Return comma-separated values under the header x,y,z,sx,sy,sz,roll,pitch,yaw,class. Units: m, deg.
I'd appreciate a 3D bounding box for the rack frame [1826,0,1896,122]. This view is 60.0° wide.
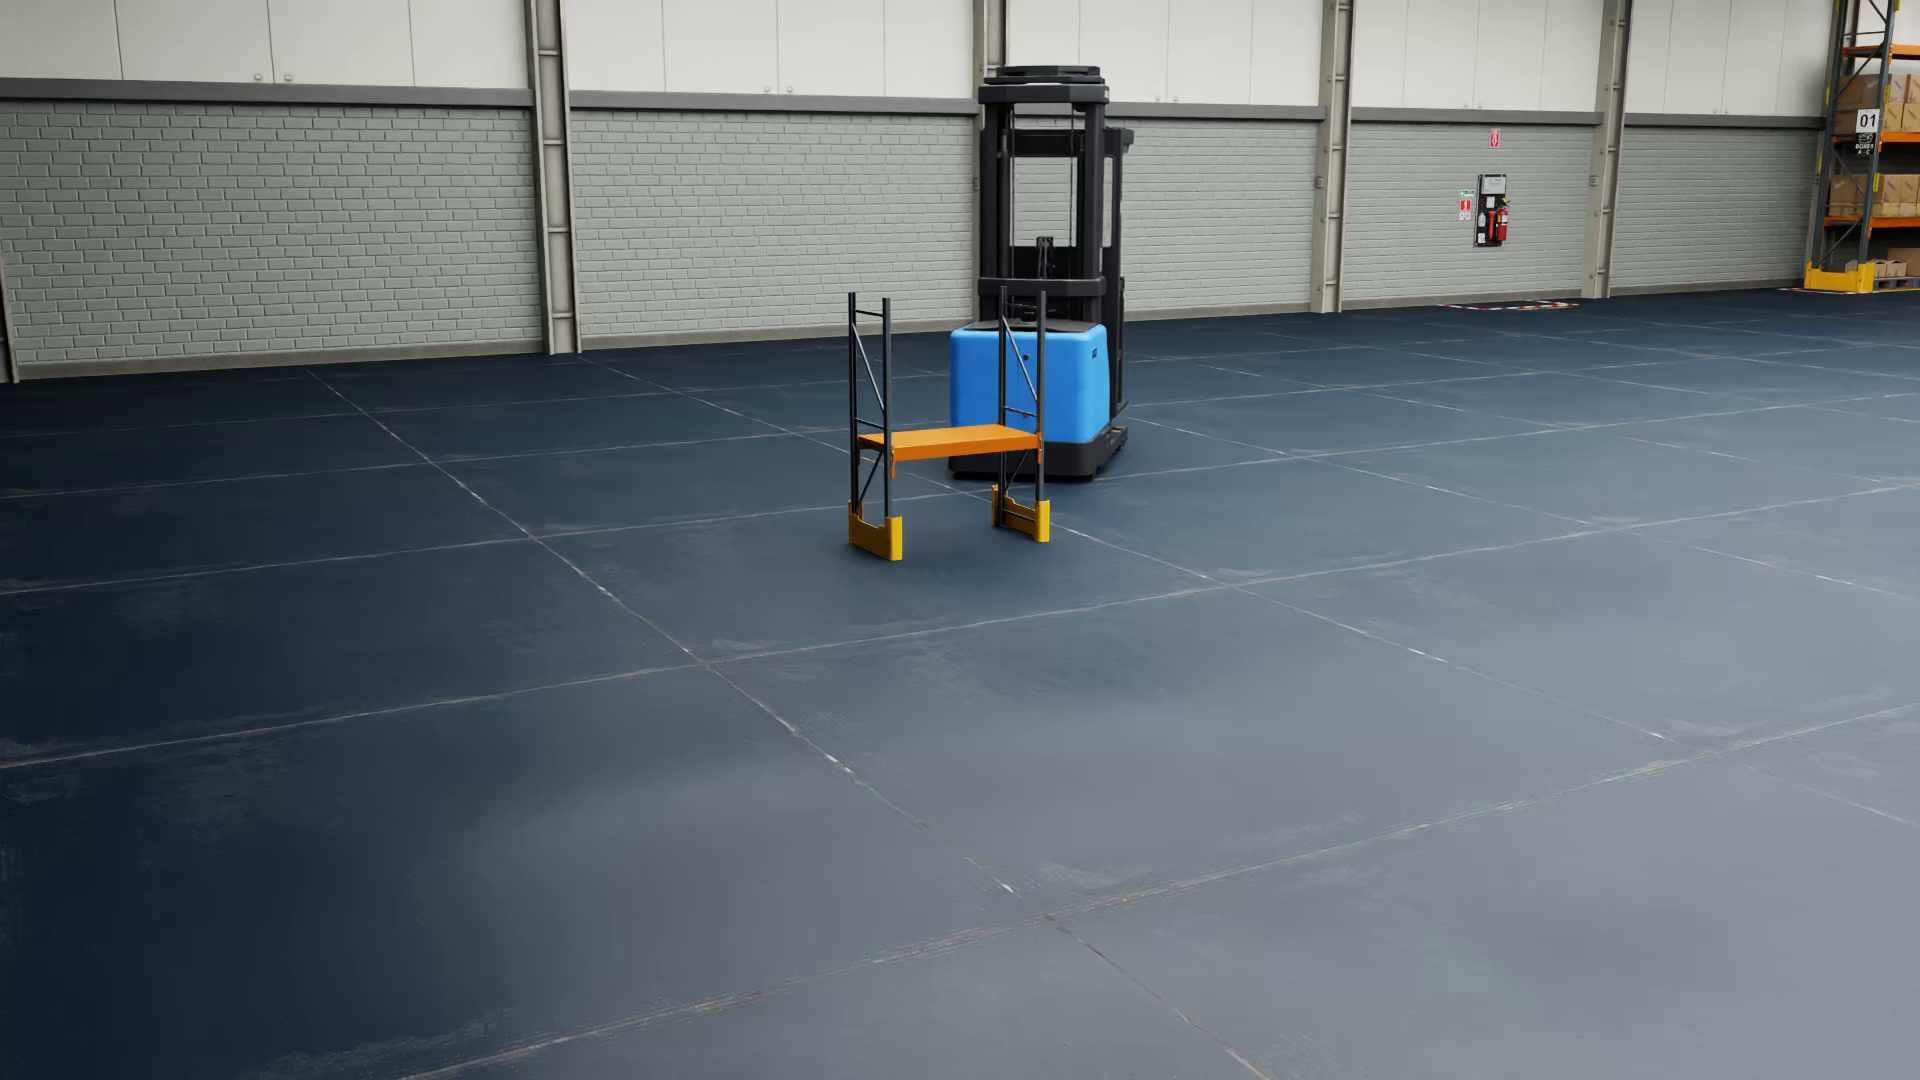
x,y,z,sx,sy,sz,roll,pitch,yaw,class
16.016,-8.965,29.449,0.127,3.000,1.000,-7,14,-28,rack frame

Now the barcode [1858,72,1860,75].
x,y,z,sx,sy,sz,roll,pitch,yaw,class
16.400,-8.502,30.352,0.075,0.075,0.001,-7,14,-28,barcode

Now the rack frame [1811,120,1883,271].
x,y,z,sx,sy,sz,roll,pitch,yaw,class
16.016,-6.038,30.108,0.127,3.000,1.000,-7,14,-28,rack frame

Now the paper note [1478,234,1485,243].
x,y,z,sx,sy,sz,roll,pitch,yaw,class
8.574,-4.960,27.321,0.142,0.148,0.016,-7,14,-28,paper note

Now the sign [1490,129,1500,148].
x,y,z,sx,sy,sz,roll,pitch,yaw,class
8.707,-6.544,27.075,0.199,0.298,0.001,-7,14,-28,sign

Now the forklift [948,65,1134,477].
x,y,z,sx,sy,sz,roll,pitch,yaw,class
0.745,-2.158,13.021,1.130,2.935,3.031,3,13,13,forklift

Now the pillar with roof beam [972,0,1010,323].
x,y,z,sx,sy,sz,roll,pitch,yaw,class
2.479,-6.482,18.416,0.400,9.000,9.100,-7,14,-28,pillar with roof beam

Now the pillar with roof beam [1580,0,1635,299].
x,y,z,sx,sy,sz,roll,pitch,yaw,class
13.012,-7.744,24.026,0.400,9.000,9.100,-7,14,-28,pillar with roof beam

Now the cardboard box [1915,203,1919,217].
x,y,z,sx,sy,sz,roll,pitch,yaw,class
17.495,-6.075,30.566,0.500,0.250,0.500,-7,15,-29,cardboard box

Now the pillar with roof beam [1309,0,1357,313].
x,y,z,sx,sy,sz,roll,pitch,yaw,class
7.746,-7.113,21.221,0.400,9.000,9.100,-7,14,-28,pillar with roof beam

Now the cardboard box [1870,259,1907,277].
x,y,z,sx,sy,sz,roll,pitch,yaw,class
17.167,-5.056,30.867,0.500,0.311,0.500,-6,14,-23,cardboard box

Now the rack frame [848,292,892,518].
x,y,z,sx,sy,sz,roll,pitch,yaw,class
-0.521,-0.669,9.667,0.032,1.500,0.500,-7,14,-28,rack frame

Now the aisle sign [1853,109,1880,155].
x,y,z,sx,sy,sz,roll,pitch,yaw,class
16.096,-7.241,29.532,0.004,0.787,0.394,-7,14,-28,aisle sign

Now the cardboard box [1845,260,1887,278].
x,y,z,sx,sy,sz,roll,pitch,yaw,class
16.666,-4.996,30.601,0.500,0.311,0.500,-9,15,-34,cardboard box

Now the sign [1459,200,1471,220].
x,y,z,sx,sy,sz,roll,pitch,yaw,class
8.227,-5.374,27.074,0.234,0.329,0.001,-7,14,-28,sign

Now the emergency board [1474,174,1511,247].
x,y,z,sx,sy,sz,roll,pitch,yaw,class
8.762,-5.395,27.248,0.643,1.169,0.194,-7,14,-28,emergency board

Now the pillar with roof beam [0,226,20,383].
x,y,z,sx,sy,sz,roll,pitch,yaw,class
-8.053,-5.220,12.807,0.400,9.000,9.100,-7,14,-28,pillar with roof beam

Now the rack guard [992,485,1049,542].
x,y,z,sx,sy,sz,roll,pitch,yaw,class
0.370,-0.166,10.279,0.087,0.250,0.587,-7,14,-28,rack guard

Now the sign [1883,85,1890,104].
x,y,z,sx,sy,sz,roll,pitch,yaw,class
16.276,-7.823,29.218,0.005,0.325,0.100,-7,14,-28,sign

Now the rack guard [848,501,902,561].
x,y,z,sx,sy,sz,roll,pitch,yaw,class
-0.504,-0.062,9.813,0.087,0.250,0.587,-7,14,-28,rack guard

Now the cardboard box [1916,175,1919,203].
x,y,z,sx,sy,sz,roll,pitch,yaw,class
17.474,-6.436,30.464,0.500,0.500,0.500,-7,15,-30,cardboard box

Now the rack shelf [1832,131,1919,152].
x,y,z,sx,sy,sz,roll,pitch,yaw,class
17.771,-7.361,30.792,4.000,0.370,1.077,-7,14,-28,rack shelf

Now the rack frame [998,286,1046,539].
x,y,z,sx,sy,sz,roll,pitch,yaw,class
0.371,-0.776,10.142,0.032,1.500,0.500,-7,14,-28,rack frame

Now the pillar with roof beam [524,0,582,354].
x,y,z,sx,sy,sz,roll,pitch,yaw,class
-2.787,-5.851,15.612,0.400,9.000,9.100,-7,14,-28,pillar with roof beam

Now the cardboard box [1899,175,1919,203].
x,y,z,sx,sy,sz,roll,pitch,yaw,class
17.018,-6.383,30.228,0.500,0.500,0.500,-7,14,-28,cardboard box

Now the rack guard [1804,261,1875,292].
x,y,z,sx,sy,sz,roll,pitch,yaw,class
16.083,-4.827,30.418,0.348,0.500,1.175,-7,14,-28,rack guard

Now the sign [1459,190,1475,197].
x,y,z,sx,sy,sz,roll,pitch,yaw,class
8.236,-5.631,27.011,0.331,0.109,0.001,-7,14,-28,sign

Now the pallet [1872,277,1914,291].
x,y,z,sx,sy,sz,roll,pitch,yaw,class
16.813,-4.764,30.799,1.213,0.211,1.003,-7,14,-28,pallet

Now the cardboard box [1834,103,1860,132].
x,y,z,sx,sy,sz,roll,pitch,yaw,class
16.261,-7.653,30.177,0.500,0.500,0.500,-6,14,-24,cardboard box

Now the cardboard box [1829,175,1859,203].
x,y,z,sx,sy,sz,roll,pitch,yaw,class
16.328,-6.431,30.442,0.500,0.500,0.500,-7,14,-28,cardboard box

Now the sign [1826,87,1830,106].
x,y,z,sx,sy,sz,roll,pitch,yaw,class
15.768,-8.043,30.166,0.005,0.325,0.100,-7,14,-28,sign

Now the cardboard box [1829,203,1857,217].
x,y,z,sx,sy,sz,roll,pitch,yaw,class
16.333,-6.061,30.506,0.500,0.250,0.500,-7,14,-27,cardboard box

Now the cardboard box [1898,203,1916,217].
x,y,z,sx,sy,sz,roll,pitch,yaw,class
17.045,-6.022,30.333,0.500,0.250,0.500,-7,15,-30,cardboard box

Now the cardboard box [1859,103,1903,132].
x,y,z,sx,sy,sz,roll,pitch,yaw,class
16.429,-7.547,29.707,0.500,0.500,0.500,-6,14,-26,cardboard box

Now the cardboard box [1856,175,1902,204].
x,y,z,sx,sy,sz,roll,pitch,yaw,class
16.579,-6.333,30.005,0.500,0.500,0.500,-7,14,-28,cardboard box

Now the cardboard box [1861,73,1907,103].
x,y,z,sx,sy,sz,roll,pitch,yaw,class
16.470,-8.042,29.628,0.500,0.500,0.500,-8,15,-32,cardboard box

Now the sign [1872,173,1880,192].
x,y,z,sx,sy,sz,roll,pitch,yaw,class
16.276,-6.356,29.548,0.005,0.325,0.100,-7,14,-28,sign

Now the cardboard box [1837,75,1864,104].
x,y,z,sx,sy,sz,roll,pitch,yaw,class
16.269,-8.144,30.081,0.500,0.500,0.500,-6,14,-25,cardboard box

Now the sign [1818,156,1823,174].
x,y,z,sx,sy,sz,roll,pitch,yaw,class
15.768,-6.866,30.430,0.005,0.325,0.100,-7,14,-28,sign

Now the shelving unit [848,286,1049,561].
x,y,z,sx,sy,sz,roll,pitch,yaw,class
-0.067,-0.724,9.909,1.083,1.500,0.587,-7,14,-28,shelving unit

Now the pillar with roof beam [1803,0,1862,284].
x,y,z,sx,sy,sz,roll,pitch,yaw,class
18.279,-8.376,26.830,0.400,9.000,9.100,-7,14,-28,pillar with roof beam

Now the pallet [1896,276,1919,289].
x,y,z,sx,sy,sz,roll,pitch,yaw,class
17.882,-4.892,31.365,1.213,0.211,1.003,-7,14,-28,pallet

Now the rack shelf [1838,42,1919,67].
x,y,z,sx,sy,sz,roll,pitch,yaw,class
17.771,-8.823,30.463,4.000,0.370,1.077,-7,14,-28,rack shelf

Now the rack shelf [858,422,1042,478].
x,y,z,sx,sy,sz,roll,pitch,yaw,class
-0.075,-0.547,9.944,1.000,0.185,0.538,-7,14,-28,rack shelf

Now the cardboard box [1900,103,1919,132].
x,y,z,sx,sy,sz,roll,pitch,yaw,class
16.918,-7.597,29.928,0.500,0.500,0.500,-6,14,-24,cardboard box

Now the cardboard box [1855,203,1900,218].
x,y,z,sx,sy,sz,roll,pitch,yaw,class
16.596,-5.965,30.078,0.500,0.250,0.500,-7,15,-29,cardboard box

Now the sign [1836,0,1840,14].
x,y,z,sx,sy,sz,roll,pitch,yaw,class
15.768,-9.607,29.814,0.005,0.325,0.100,-7,14,-28,sign

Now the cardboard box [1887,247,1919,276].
x,y,z,sx,sy,sz,roll,pitch,yaw,class
17.835,-5.216,31.147,0.500,0.500,0.700,-8,15,-31,cardboard box

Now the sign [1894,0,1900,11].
x,y,z,sx,sy,sz,roll,pitch,yaw,class
16.276,-9.355,28.873,0.005,0.325,0.100,-7,14,-28,sign

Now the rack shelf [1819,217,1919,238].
x,y,z,sx,sy,sz,roll,pitch,yaw,class
17.771,-5.898,31.122,4.000,0.370,1.077,-7,14,-28,rack shelf

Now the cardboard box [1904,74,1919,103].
x,y,z,sx,sy,sz,roll,pitch,yaw,class
16.935,-8.085,29.819,0.500,0.500,0.500,-7,14,-29,cardboard box
